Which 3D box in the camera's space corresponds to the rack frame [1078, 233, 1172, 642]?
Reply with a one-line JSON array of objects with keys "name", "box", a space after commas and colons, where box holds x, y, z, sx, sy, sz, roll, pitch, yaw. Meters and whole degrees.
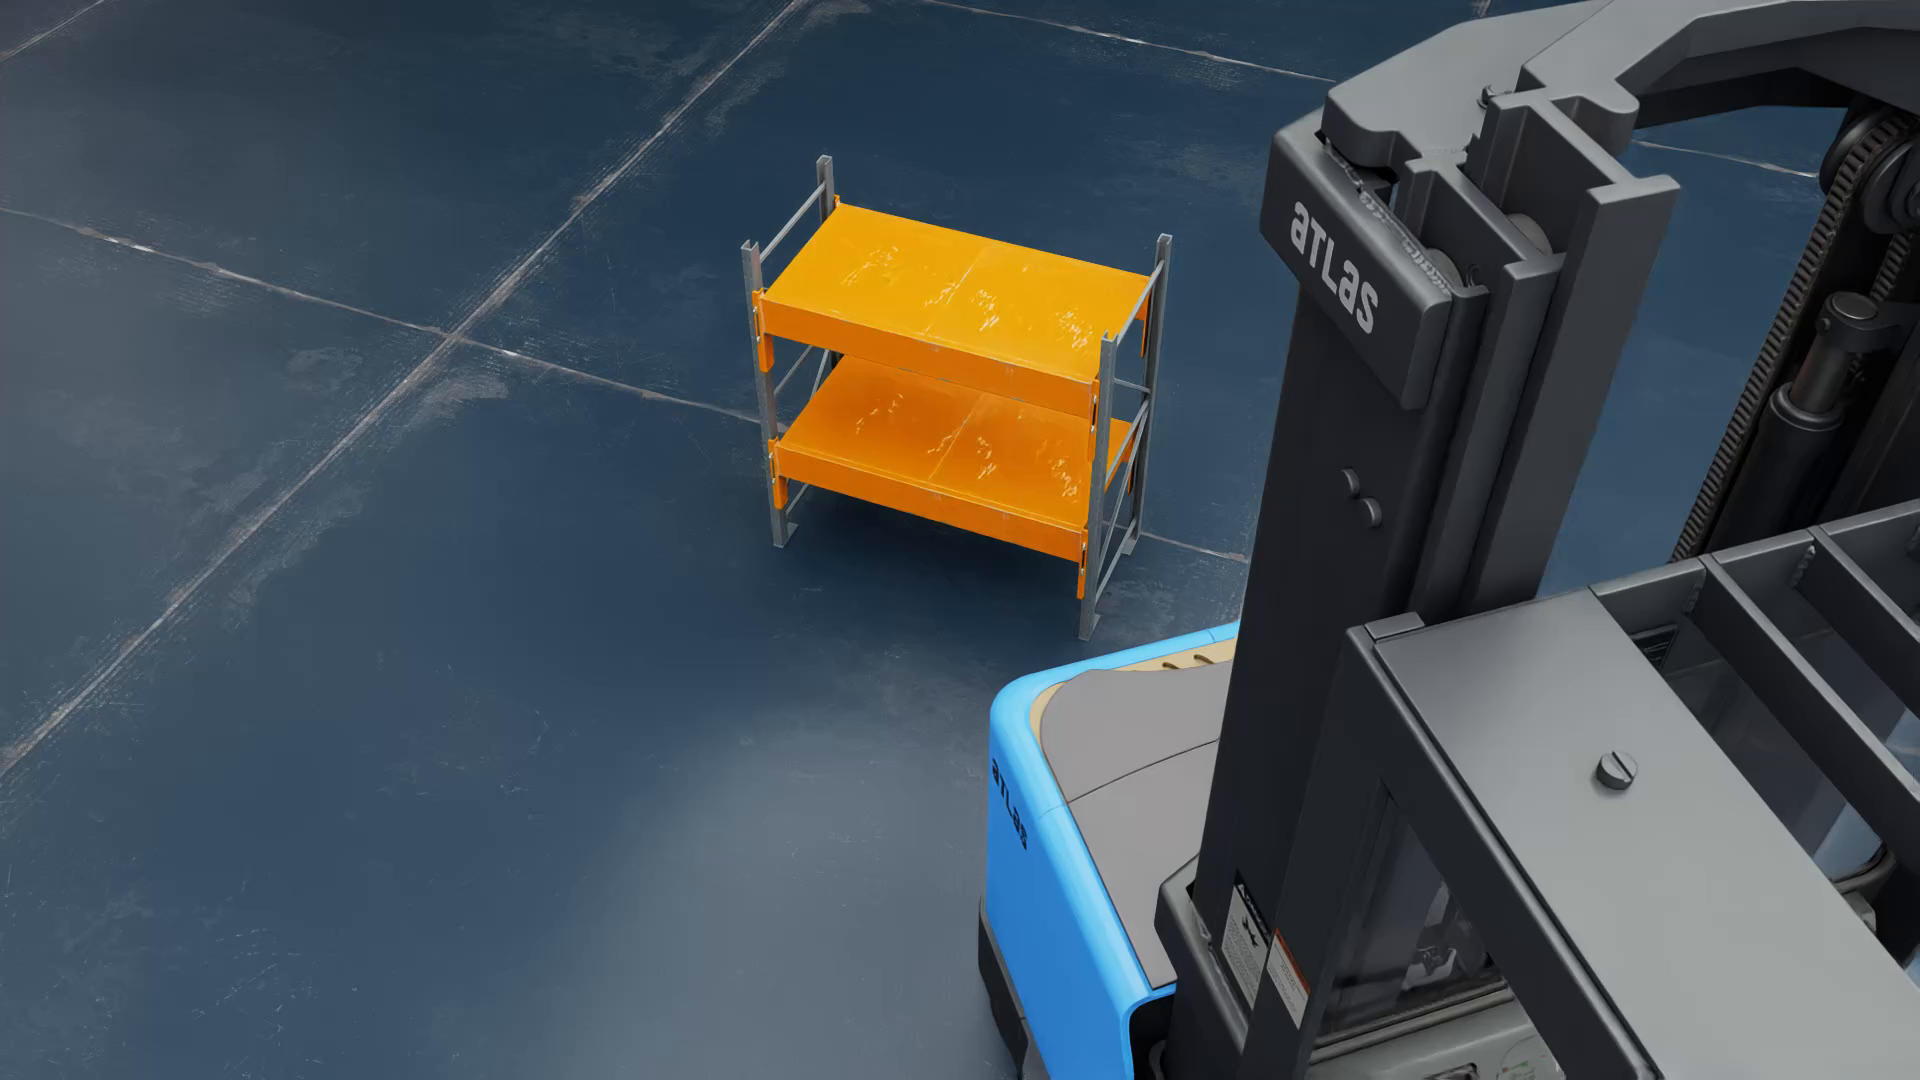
[{"name": "rack frame", "box": [0.463, -0.263, 4.716, 0.032, 1.125, 0.500, 16, 47, 16]}]

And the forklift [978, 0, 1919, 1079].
[{"name": "forklift", "box": [0.989, 0.900, 2.267, 1.130, 2.935, 3.031, -13, 46, -13]}]

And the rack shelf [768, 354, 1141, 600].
[{"name": "rack shelf", "box": [-0.006, -0.227, 5.028, 1.000, 0.278, 0.538, 16, 47, 16]}]

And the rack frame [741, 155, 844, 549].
[{"name": "rack frame", "box": [-0.475, -0.539, 4.994, 0.032, 1.125, 0.500, 16, 47, 16]}]

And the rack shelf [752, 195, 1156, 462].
[{"name": "rack shelf", "box": [-0.006, -0.608, 4.649, 1.000, 0.278, 0.538, 16, 47, 16]}]

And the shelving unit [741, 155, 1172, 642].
[{"name": "shelving unit", "box": [-0.006, -0.401, 4.855, 1.048, 1.125, 0.538, 16, 47, 16]}]
